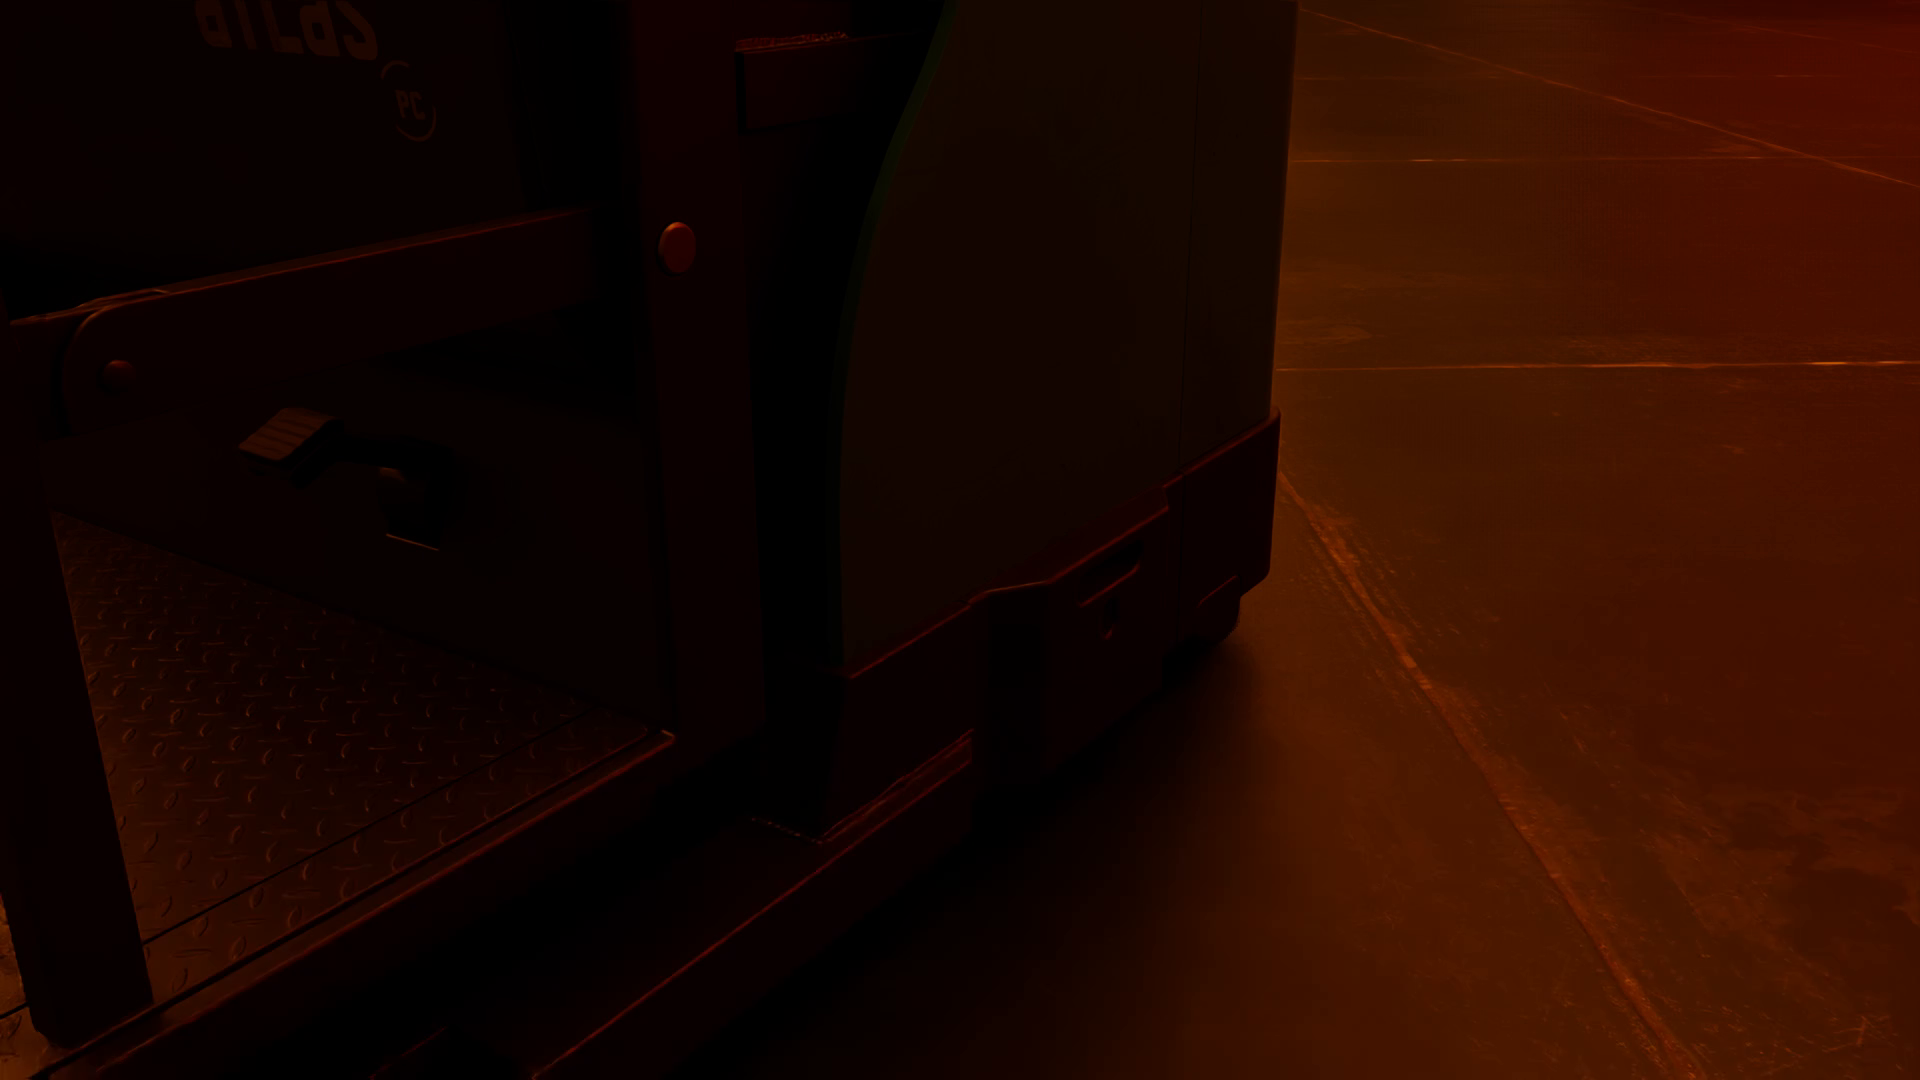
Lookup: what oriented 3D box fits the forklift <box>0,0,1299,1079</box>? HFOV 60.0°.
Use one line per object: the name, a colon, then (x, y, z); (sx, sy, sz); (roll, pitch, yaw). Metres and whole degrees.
forklift: (-0.789, -0.921, 1.071); (1.130, 2.935, 3.031); (14, 25, 31)
